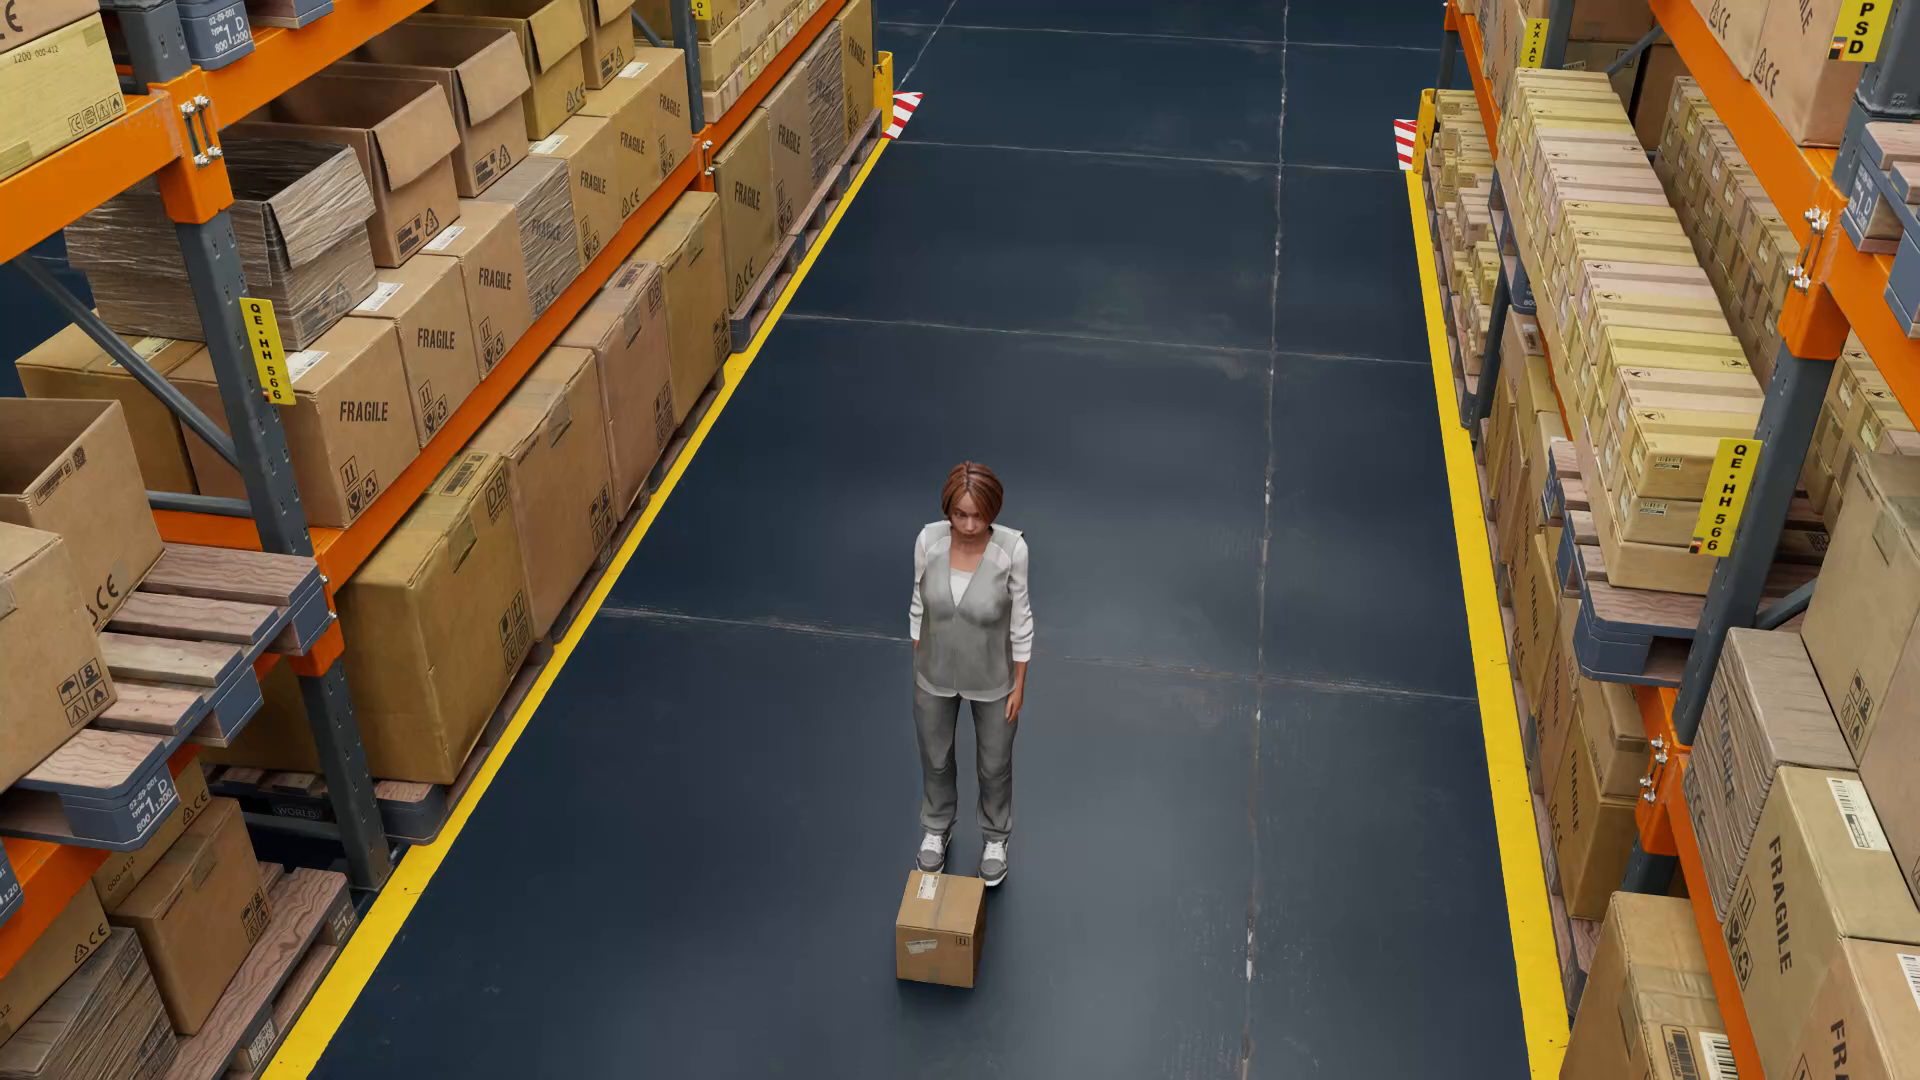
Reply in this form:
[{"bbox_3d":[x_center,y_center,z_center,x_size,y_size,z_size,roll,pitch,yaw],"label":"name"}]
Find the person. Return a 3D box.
[{"bbox_3d":[0.034,0.456,5.443,0.387,1.597,0.300,6,33,9],"label":"person"}]
